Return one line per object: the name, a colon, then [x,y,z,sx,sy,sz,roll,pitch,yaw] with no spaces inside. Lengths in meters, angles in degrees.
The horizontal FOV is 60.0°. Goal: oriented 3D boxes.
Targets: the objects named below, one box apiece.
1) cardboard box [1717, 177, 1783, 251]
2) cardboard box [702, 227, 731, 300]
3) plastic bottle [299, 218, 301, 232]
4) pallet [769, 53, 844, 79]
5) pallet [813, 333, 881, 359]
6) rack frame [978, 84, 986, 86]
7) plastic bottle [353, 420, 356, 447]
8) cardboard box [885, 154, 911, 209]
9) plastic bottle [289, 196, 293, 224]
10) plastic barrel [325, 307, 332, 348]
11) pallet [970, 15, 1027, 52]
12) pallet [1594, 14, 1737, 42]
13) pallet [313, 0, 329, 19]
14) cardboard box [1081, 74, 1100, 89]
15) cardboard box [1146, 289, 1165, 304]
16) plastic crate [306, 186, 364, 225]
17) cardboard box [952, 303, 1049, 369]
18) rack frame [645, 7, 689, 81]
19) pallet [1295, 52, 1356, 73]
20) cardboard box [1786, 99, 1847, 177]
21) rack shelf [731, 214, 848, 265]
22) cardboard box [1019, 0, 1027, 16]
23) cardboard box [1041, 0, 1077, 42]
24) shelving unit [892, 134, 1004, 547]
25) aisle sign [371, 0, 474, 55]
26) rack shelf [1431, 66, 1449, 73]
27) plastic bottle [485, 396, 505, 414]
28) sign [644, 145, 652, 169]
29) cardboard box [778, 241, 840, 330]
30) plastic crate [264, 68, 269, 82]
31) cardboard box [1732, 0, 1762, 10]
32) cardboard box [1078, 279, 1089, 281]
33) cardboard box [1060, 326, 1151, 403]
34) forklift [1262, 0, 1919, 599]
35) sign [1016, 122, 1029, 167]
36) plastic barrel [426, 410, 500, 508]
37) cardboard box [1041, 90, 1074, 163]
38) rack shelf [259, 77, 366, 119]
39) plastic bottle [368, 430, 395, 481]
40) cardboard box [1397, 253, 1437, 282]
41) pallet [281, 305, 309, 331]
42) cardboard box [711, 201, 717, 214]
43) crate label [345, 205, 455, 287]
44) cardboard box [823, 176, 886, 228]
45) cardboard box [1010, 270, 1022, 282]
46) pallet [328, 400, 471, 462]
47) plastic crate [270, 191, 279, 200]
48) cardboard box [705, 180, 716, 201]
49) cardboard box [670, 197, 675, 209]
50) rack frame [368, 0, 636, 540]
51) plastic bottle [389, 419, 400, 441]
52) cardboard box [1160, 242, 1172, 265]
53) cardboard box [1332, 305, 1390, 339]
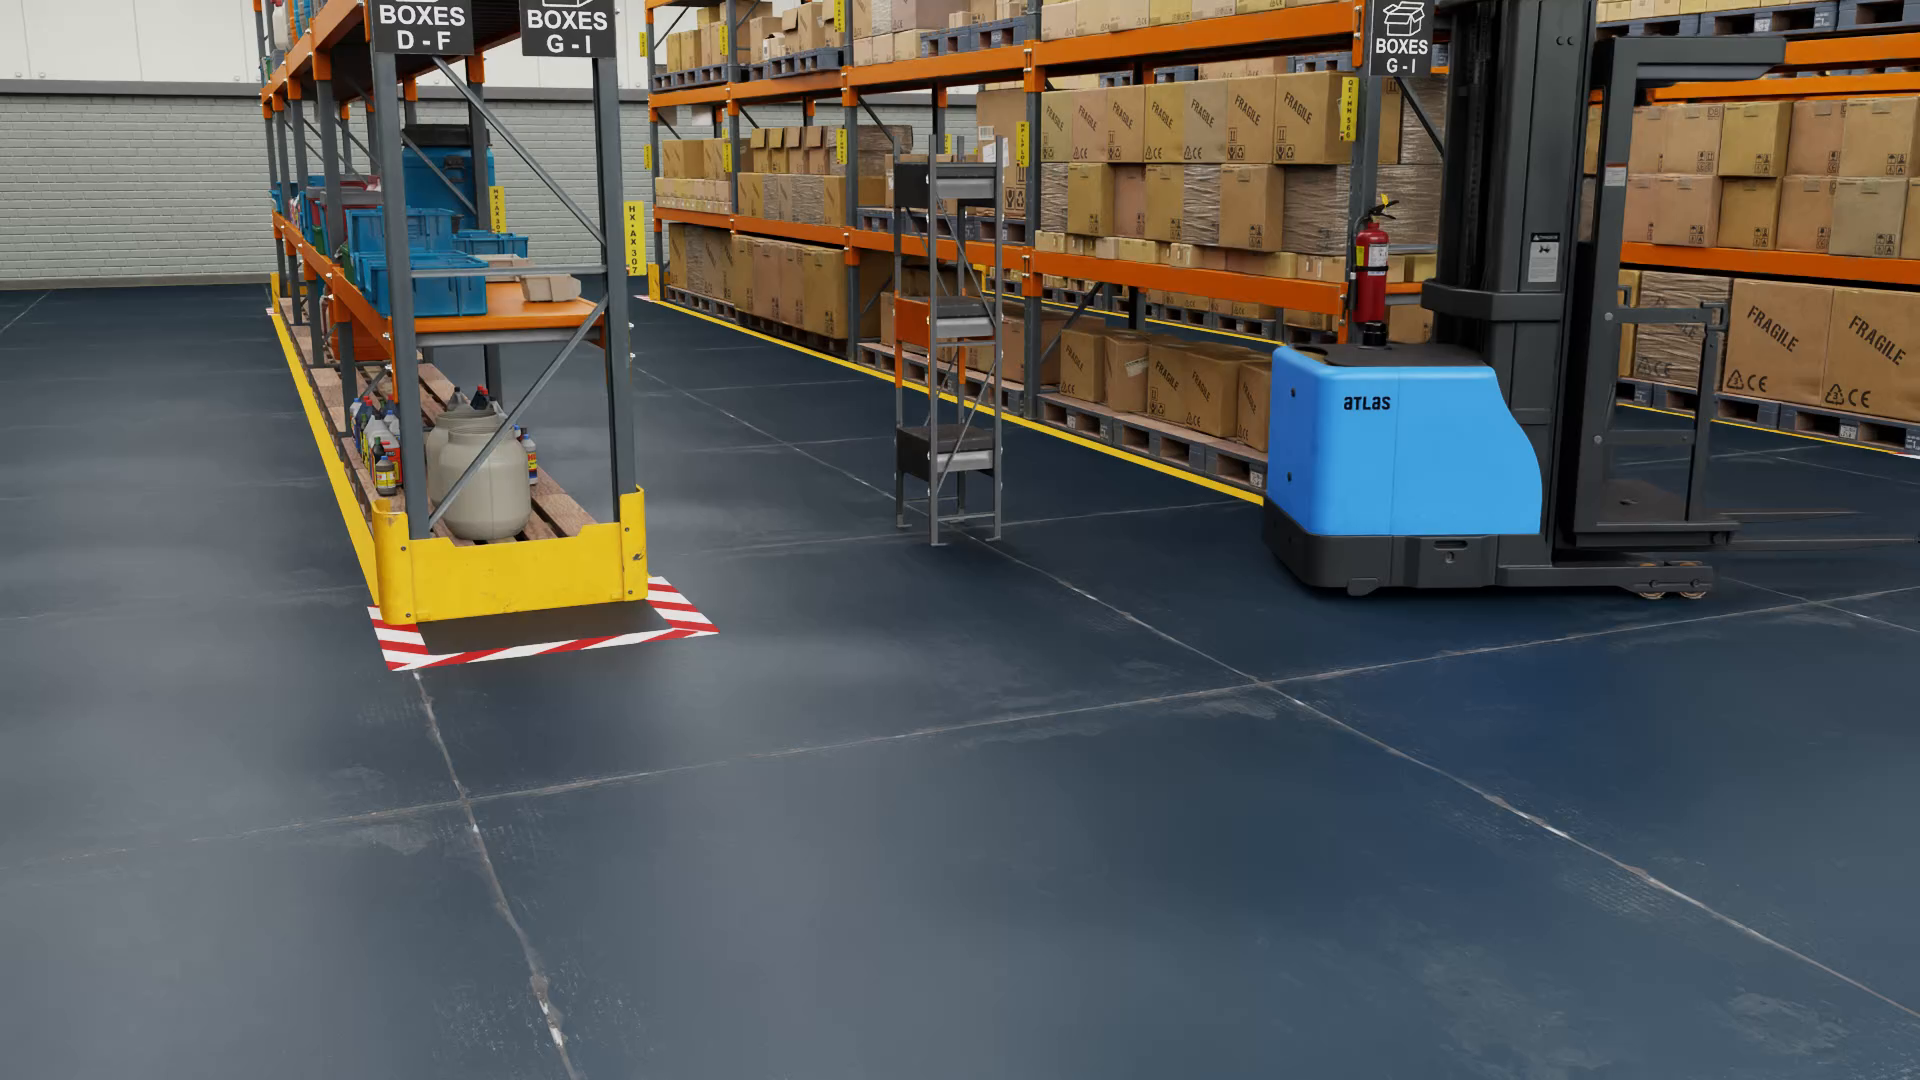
cardboard box: [6.373,-2.526,12.799,0.875,0.550,0.500,-6,14,-23]
cardboard box: [-2.781,-3.587,21.497,0.875,0.875,0.875,-6,14,-23]
plastic bottle: [-6.113,-2.977,15.519,0.097,0.201,0.097,0,13,0]
pallet: [-1.384,-4.990,17.545,1.003,0.211,1.213,-5,14,-20]
pallet: [-0.874,-2.073,17.358,1.003,0.211,1.213,-6,14,-23]
rack frame: [0.753,-8.264,24.621,1.000,3.000,0.127,-6,14,-23]
plastic bottle: [-3.756,-0.692,10.436,0.097,0.201,0.097,0,13,0]
cardboard box: [-0.374,-3.407,15.785,0.500,0.500,0.500,-8,15,-30]
plastic bottle: [-6.958,-3.442,17.348,0.061,0.283,0.133,-6,14,-23]
plastic barrel: [-5.685,-2.015,15.510,0.421,0.512,0.421,0,13,0]
pallet: [0.825,-3.942,13.015,1.213,0.211,1.003,-6,14,-23]
pallet: [5.878,-4.111,13.523,1.003,0.211,1.213,-6,14,-23]
pallet: [-3.185,-3.217,9.884,1.213,0.211,1.003,-6,14,-23]
cardboard box: [1.911,-5.981,21.738,0.500,0.250,0.500,-5,14,-22]
cardboard box: [2.622,-3.216,20.726,0.500,0.500,0.500,-5,14,-20]
plastic crate: [-4.799,-2.484,12.808,0.402,0.464,0.583,-6,14,-23]
cardboard box: [0.350,-1.776,14.461,0.700,0.500,0.500,-7,15,-28]
rack frame: [-3.832,-7.837,22.775,1.000,3.000,0.127,-6,14,-23]
pallet: [4.264,-4.930,17.285,1.213,0.211,1.003,-5,14,-20]
cardboard box: [6.645,-2.949,12.230,0.875,0.550,0.550,-6,14,-23]
rack shelf: [-1.428,-3.324,18.177,1.077,0.370,4.000,-6,14,-23]
cardboard box: [0.877,-4.258,12.801,0.797,0.503,0.637,-6,14,-26]
cardboard box: [0.921,-3.708,11.917,0.500,0.250,0.500,-6,14,-25]
shelving unit: [-0.066,-1.057,8.781,0.431,2.100,0.503,-6,14,-23]
aisle sign: [-2.204,-2.386,6.763,0.394,0.787,0.004,-6,14,-23]
rack shelf: [4.759,-4.387,16.113,1.077,0.370,4.000,-6,14,-23]
plastic bottle: [-2.835,-0.698,10.134,0.144,0.351,0.185,-6,14,-23]
sign: [-4.343,-5.326,23.134,0.100,0.325,0.005,-6,14,-23]
cardboard box: [-1.235,-2.760,17.925,1.225,0.875,0.875,-6,14,-23]
plastic crate: [-7.626,-5.202,18.626,0.293,0.136,0.466,-6,14,-23]
cardboard box: [6.004,-4.035,12.401,0.380,0.149,0.250,-5,14,-22]
cardboard box: [1.818,-3.567,22.361,0.380,0.149,0.250,-6,14,-26]
cardboard box: [1.099,-1.336,12.602,0.500,0.500,0.500,-6,14,-25]
forklift: [3.082,-1.273,7.869,3.031,2.935,1.130,-1,13,-3]
sign: [0.468,-2.949,12.389,0.100,0.325,0.005,-6,14,-23]
plastic barrel: [-2.495,-0.387,8.474,0.421,0.512,0.421,0,13,0]
cardboard box: [0.922,-3.000,12.081,0.500,0.500,0.500,-6,14,-23]
rack shelf: [-7.569,-5.165,19.476,1.077,0.370,4.000,-6,14,-23]
plastic bottle: [-3.230,-0.472,9.322,0.152,0.276,0.135,-6,14,-25]
cardboard box: [2.682,-1.567,9.545,0.380,0.149,0.250,-6,14,-23]
pallet: [-7.590,-2.683,19.994,1.003,0.211,1.213,-6,14,-23]
cardboard box: [-2.858,-4.105,20.513,0.380,0.149,0.250,-6,14,-24]
crate label: [-2.946,-1.535,8.770,0.502,0.435,0.616,-6,14,-23]
cardboard box: [-1.052,-3.390,16.643,0.500,0.500,0.500,-5,14,-21]
cardboard box: [0.957,-3.860,24.287,0.380,0.149,0.250,-5,14,-22]
pallet: [-3.913,-0.788,11.807,1.003,0.211,1.213,-6,14,-23]
plastic crate: [-8.309,-4.198,20.594,0.416,0.233,0.300,-6,14,-23]
cardboard box: [-2.856,-4.334,20.617,0.500,0.250,0.500,-5,14,-21]
cardboard box: [-3.680,-4.529,22.345,0.380,0.149,0.250,-6,14,-24]
rack frame: [-1.961,-1.162,7.236,1.000,3.000,0.127,-6,14,-23]
plastic bottle: [-3.249,-0.563,9.714,0.152,0.276,0.135,-6,14,-23]
cardboard box: [1.540,-1.885,10.920,0.380,0.149,0.250,-6,14,-23]
cardboard box: [4.473,-2.483,17.004,1.050,0.750,0.750,-5,14,-22]
